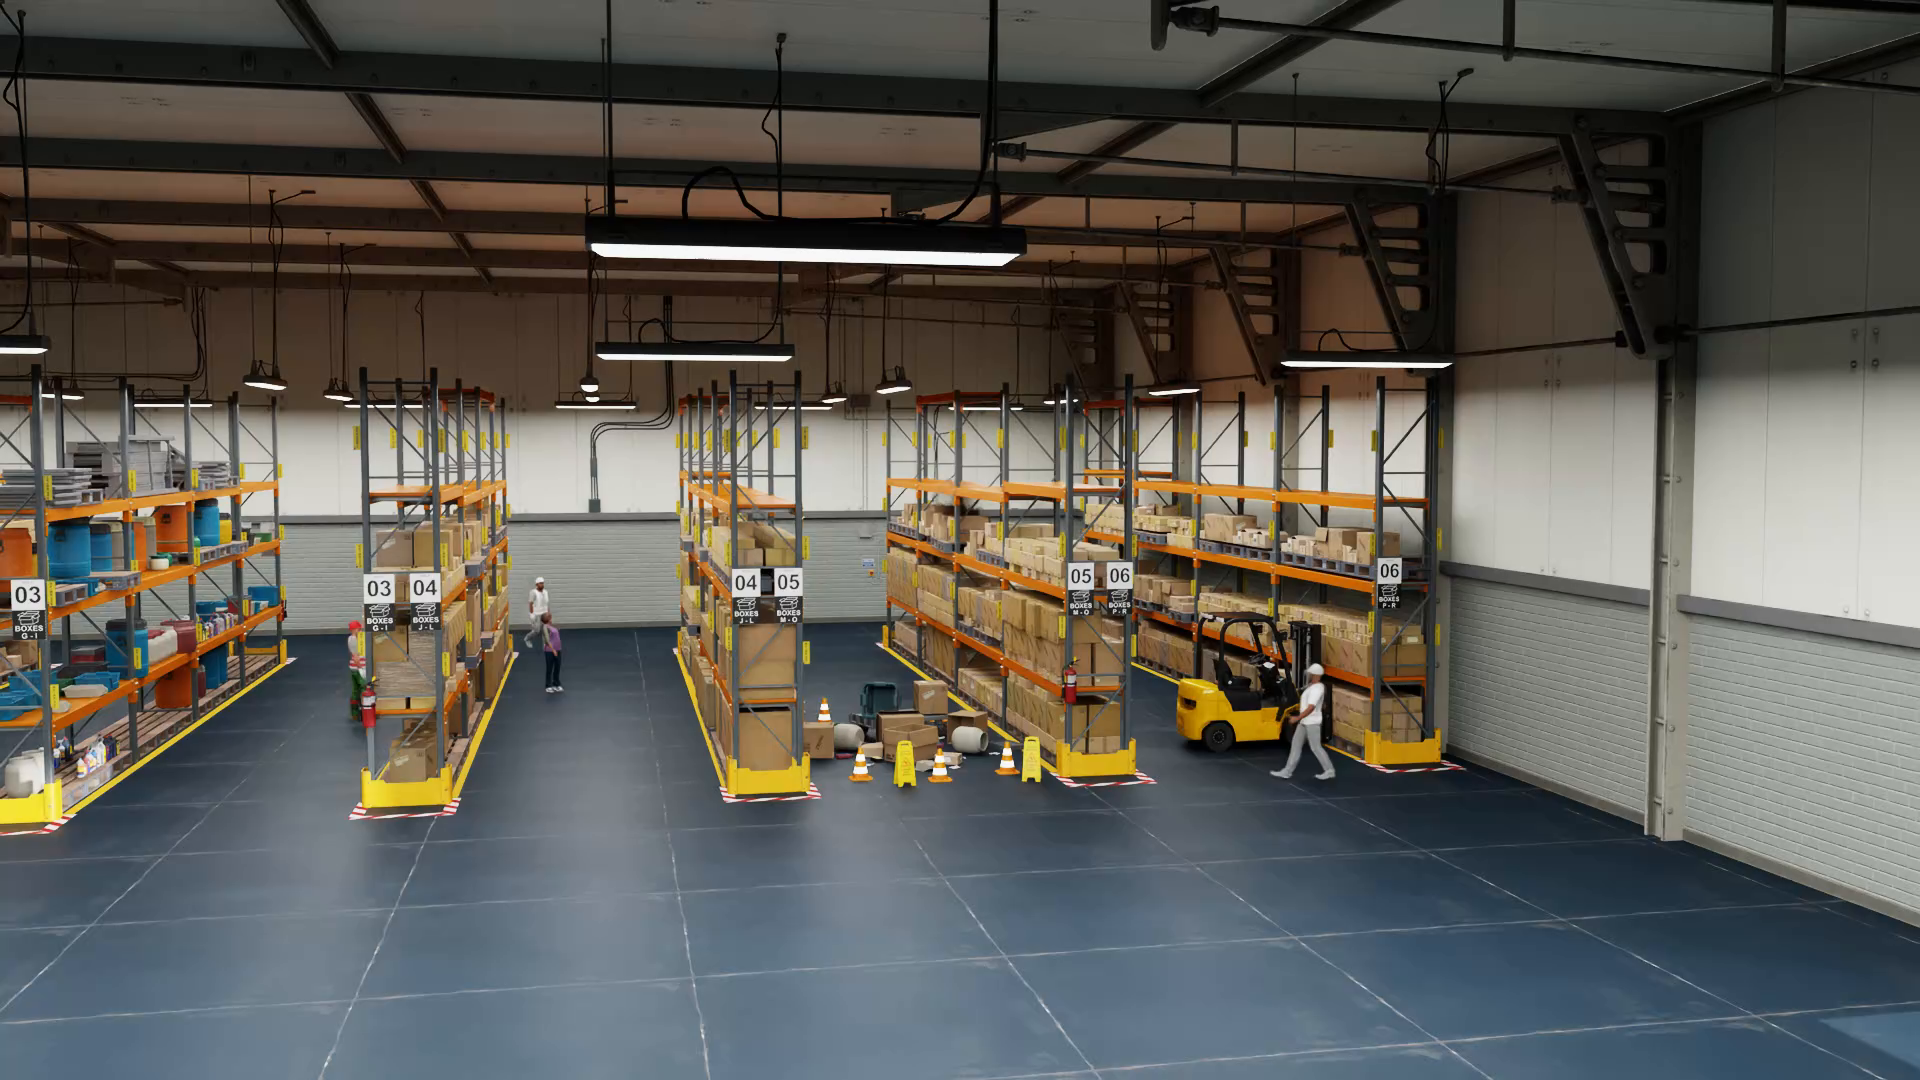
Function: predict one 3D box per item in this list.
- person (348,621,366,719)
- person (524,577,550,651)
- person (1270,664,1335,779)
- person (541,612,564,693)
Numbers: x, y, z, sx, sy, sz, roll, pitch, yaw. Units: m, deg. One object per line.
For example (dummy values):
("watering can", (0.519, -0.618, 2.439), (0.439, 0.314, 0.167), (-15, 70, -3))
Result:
("person", (-10.688, 2.331, 29.728), (0.499, 1.780, 0.632), (-2, 4, -33))
("person", (-10.042, 1.763, 39.606), (0.749, 1.761, 0.622), (2, 4, 34))
("person", (5.075, 2.683, 24.492), (0.937, 1.722, 0.590), (0, 3, -3))
("person", (-8.078, 2.249, 33.106), (0.516, 1.623, 0.496), (2, 4, 34))
